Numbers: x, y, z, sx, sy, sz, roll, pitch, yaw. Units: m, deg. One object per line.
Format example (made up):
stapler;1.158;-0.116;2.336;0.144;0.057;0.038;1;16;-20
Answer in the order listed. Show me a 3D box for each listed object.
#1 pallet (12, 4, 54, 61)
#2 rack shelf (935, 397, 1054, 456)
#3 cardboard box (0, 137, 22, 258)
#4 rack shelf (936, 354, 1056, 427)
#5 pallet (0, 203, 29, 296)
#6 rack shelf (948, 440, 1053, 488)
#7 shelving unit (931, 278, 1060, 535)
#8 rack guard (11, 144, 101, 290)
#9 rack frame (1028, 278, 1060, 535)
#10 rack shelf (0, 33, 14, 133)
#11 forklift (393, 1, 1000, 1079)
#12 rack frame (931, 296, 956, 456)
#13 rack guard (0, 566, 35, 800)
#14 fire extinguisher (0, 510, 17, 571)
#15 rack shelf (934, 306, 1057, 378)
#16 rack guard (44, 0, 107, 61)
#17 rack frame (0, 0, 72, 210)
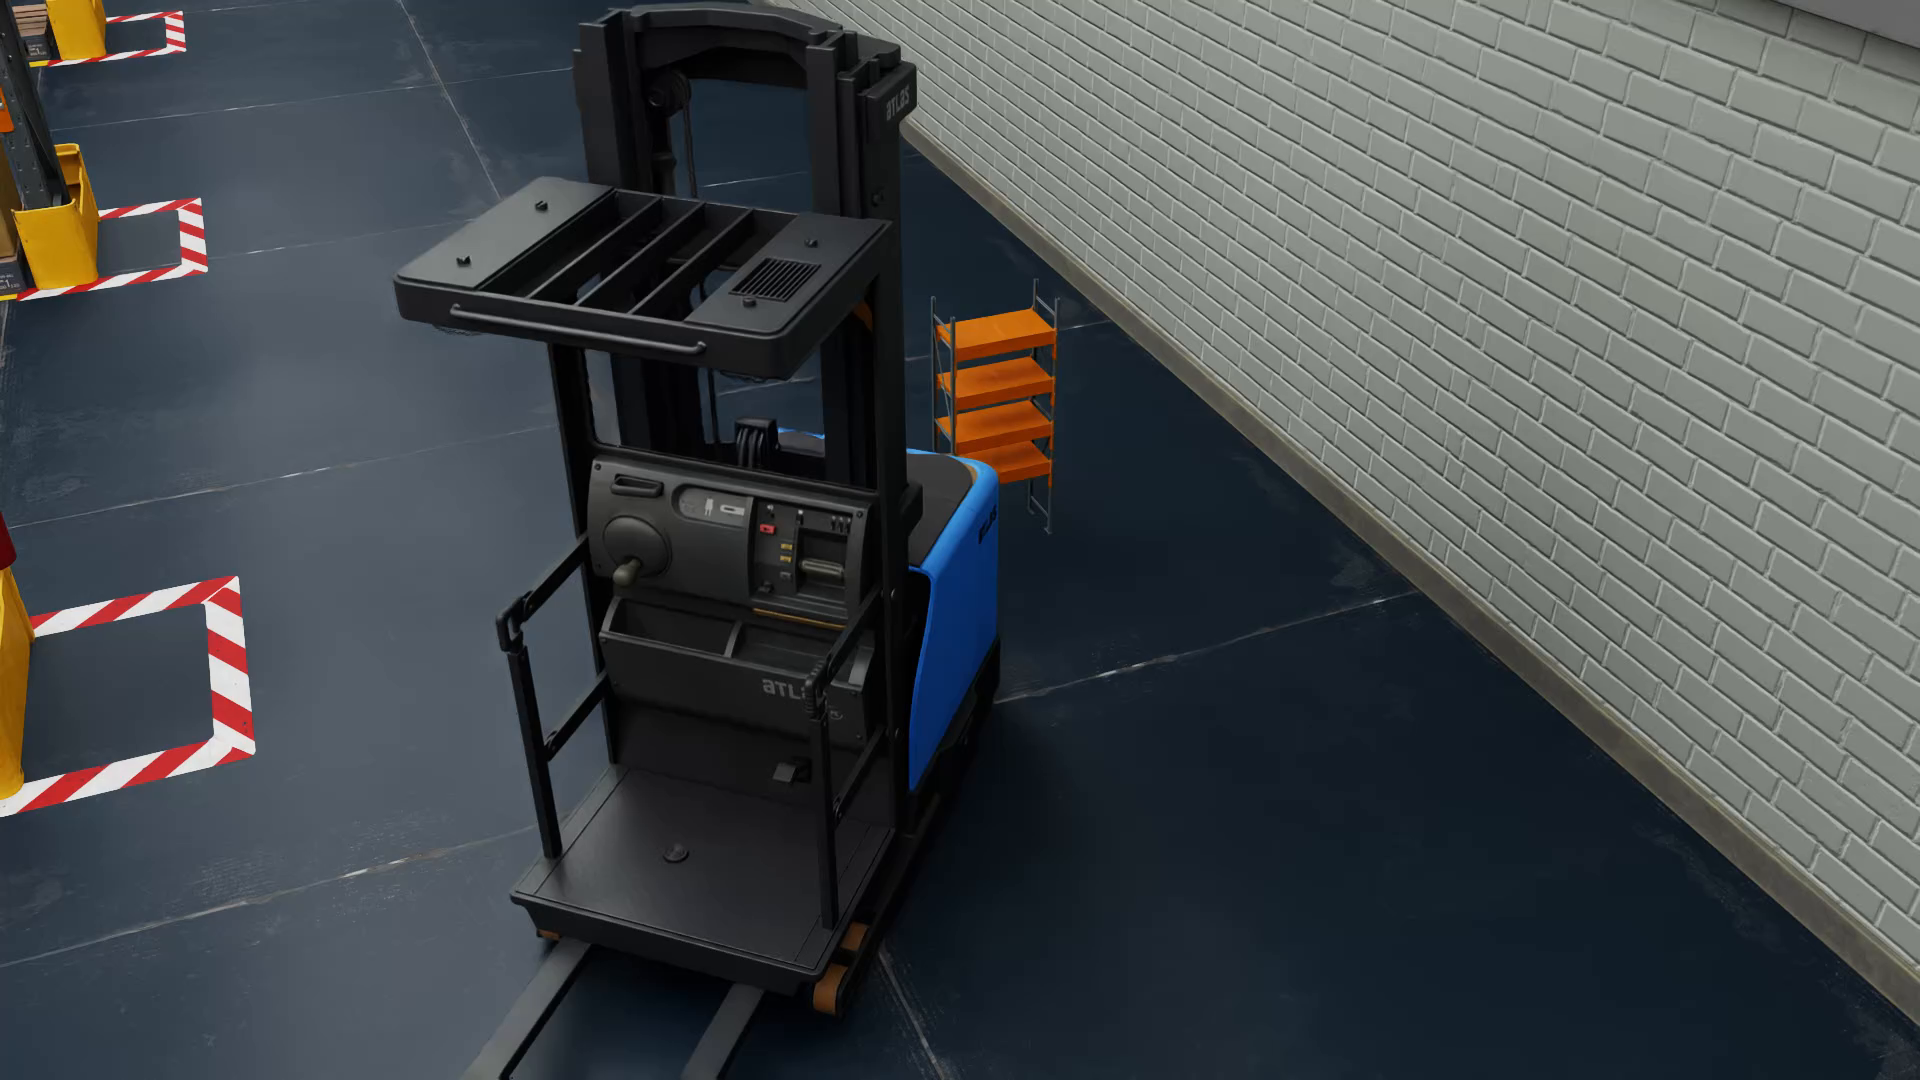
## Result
pallet;-8.372;-4.252;14.092;1.213;0.211;1.003;-13;35;-19
rack shelf;0.153;-0.481;7.513;0.480;0.148;0.258;-13;35;-19
cardboard box;-6.238;-2.195;9.936;0.875;0.875;0.875;-13;35;-19
rack shelf;0.153;-0.669;7.391;0.480;0.148;0.258;-13;35;-19
pallet;-6.386;-1.708;10.182;1.213;0.211;1.003;-13;35;-19
rack shelf;0.153;-0.315;7.621;0.480;0.148;0.258;-13;35;-19
shelving unit;0.153;-0.538;7.476;0.503;1.200;0.258;-13;35;-19
rack guard;-5.657;-2.042;10.431;0.348;0.500;1.175;-13;35;-19
rack frame;0.378;-0.589;7.556;0.015;1.200;0.240;-13;35;-19
rack shelf;-7.523;-2.361;9.288;4.000;0.370;1.077;-13;35;-19
forklift;-0.792;0.058;4.974;1.130;2.935;3.031;10;34;15
rack frame;-0.072;-0.486;7.397;0.015;1.200;0.240;-13;35;-19
rack guard;-3.922;0.494;6.532;0.348;0.500;1.175;-13;35;-19
fire extinguisher;-3.441;-0.202;5.723;0.183;0.674;0.296;-13;35;-19
rack shelf;0.153;-0.867;7.262;0.480;0.148;0.258;-13;35;-19
rack guard;-7.579;-4.540;14.268;0.348;0.500;1.175;-13;35;-19
rack frame;-5.679;-3.085;9.741;0.127;3.000;1.000;-13;35;-19
